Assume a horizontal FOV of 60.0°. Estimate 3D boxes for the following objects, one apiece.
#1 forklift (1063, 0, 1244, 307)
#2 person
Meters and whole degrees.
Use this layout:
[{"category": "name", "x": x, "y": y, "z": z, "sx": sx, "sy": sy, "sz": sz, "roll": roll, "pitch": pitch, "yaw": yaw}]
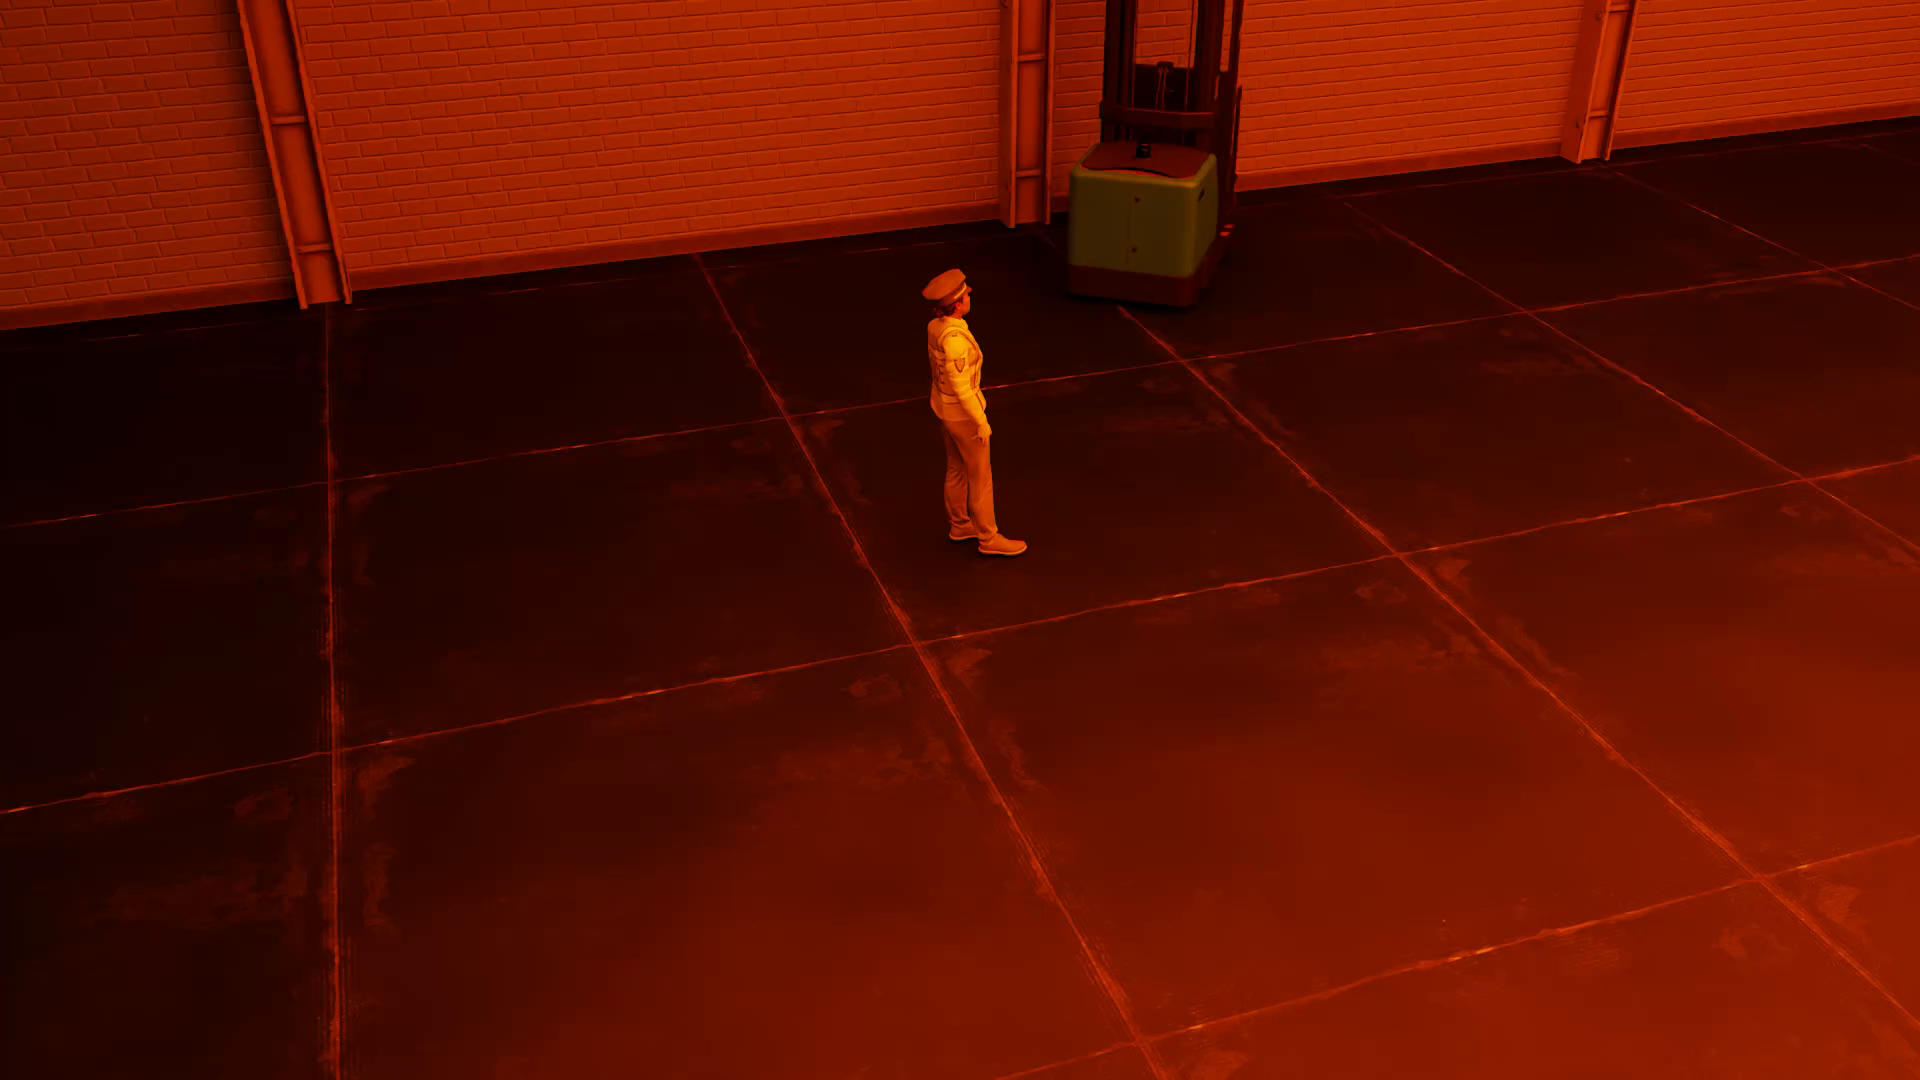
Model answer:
[{"category": "forklift", "x": 1.782, "y": -3.825, "z": 13.735, "sx": 1.130, "sy": 2.935, "sz": 3.031, "roll": 9, "pitch": 31, "yaw": 16}, {"category": "person", "x": 0.068, "y": -0.748, "z": 9.613, "sx": 0.530, "sy": 1.694, "sz": 0.586, "roll": -10, "pitch": 31, "yaw": -16}]
